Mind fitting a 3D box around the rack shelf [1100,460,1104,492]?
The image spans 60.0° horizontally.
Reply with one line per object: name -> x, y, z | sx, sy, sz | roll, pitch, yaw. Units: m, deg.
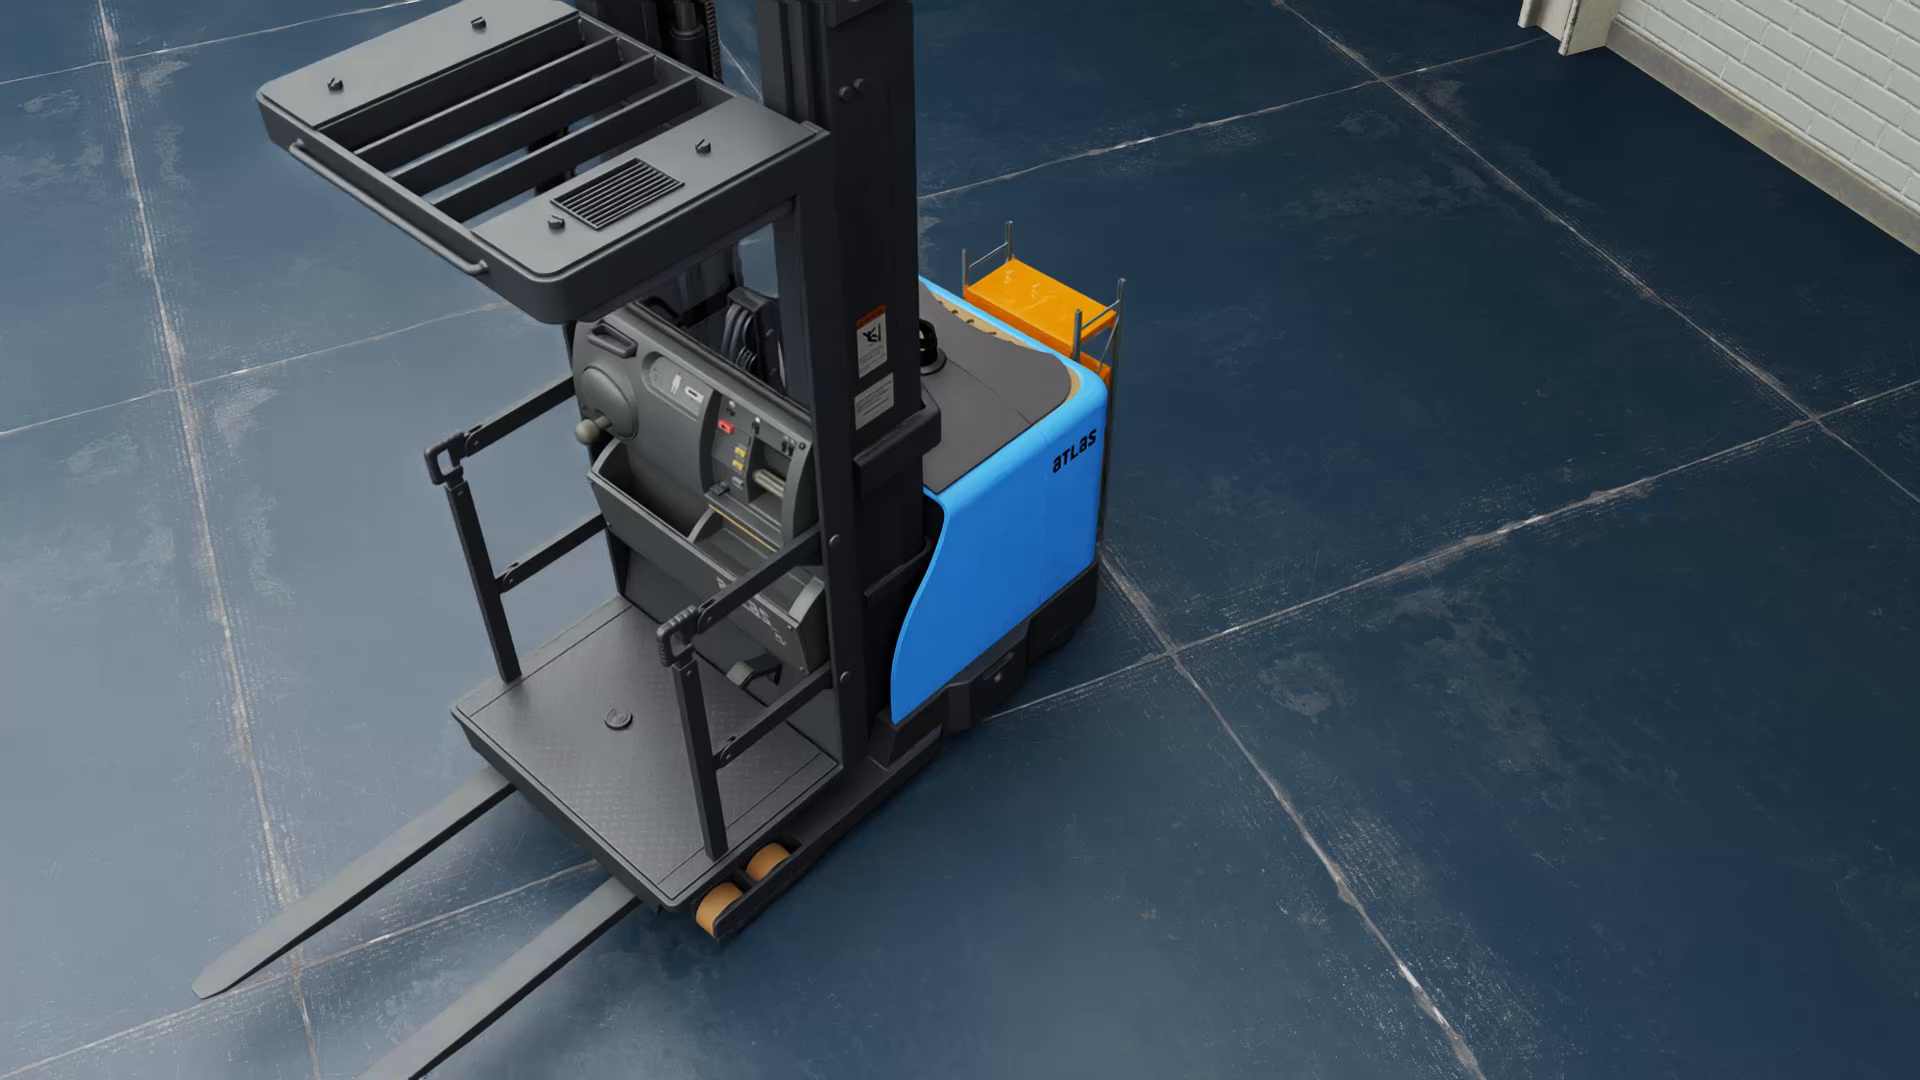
rack shelf -> 0.272, -0.286, 6.063 | 0.480, 0.148, 0.258 | 33, 53, 29

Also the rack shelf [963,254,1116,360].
rack shelf -> 0.272, -0.755, 5.601 | 0.480, 0.148, 0.258 | 33, 53, 29

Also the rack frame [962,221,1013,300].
rack frame -> 0.093, -0.591, 5.995 | 0.015, 1.200, 0.240 | 33, 53, 29

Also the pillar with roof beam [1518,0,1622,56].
pillar with roof beam -> -0.628, -4.685, 4.591 | 9.100, 9.000, 0.400 | -18, 47, -17

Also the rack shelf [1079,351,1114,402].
rack shelf -> 0.272, -0.586, 5.767 | 0.480, 0.148, 0.258 | 33, 53, 29

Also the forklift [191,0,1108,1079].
forklift -> -0.886, -0.252, 4.419 | 1.130, 2.935, 3.031 | 33, 53, 29

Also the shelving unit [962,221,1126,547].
shelving unit -> 0.272, -0.475, 5.877 | 0.503, 1.200, 0.258 | 33, 53, 29

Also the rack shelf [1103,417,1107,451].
rack shelf -> 0.272, -0.427, 5.924 | 0.480, 0.148, 0.258 | 33, 53, 29

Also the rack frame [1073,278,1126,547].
rack frame -> 0.451, -0.359, 5.759 | 0.015, 1.200, 0.240 | 33, 53, 29
